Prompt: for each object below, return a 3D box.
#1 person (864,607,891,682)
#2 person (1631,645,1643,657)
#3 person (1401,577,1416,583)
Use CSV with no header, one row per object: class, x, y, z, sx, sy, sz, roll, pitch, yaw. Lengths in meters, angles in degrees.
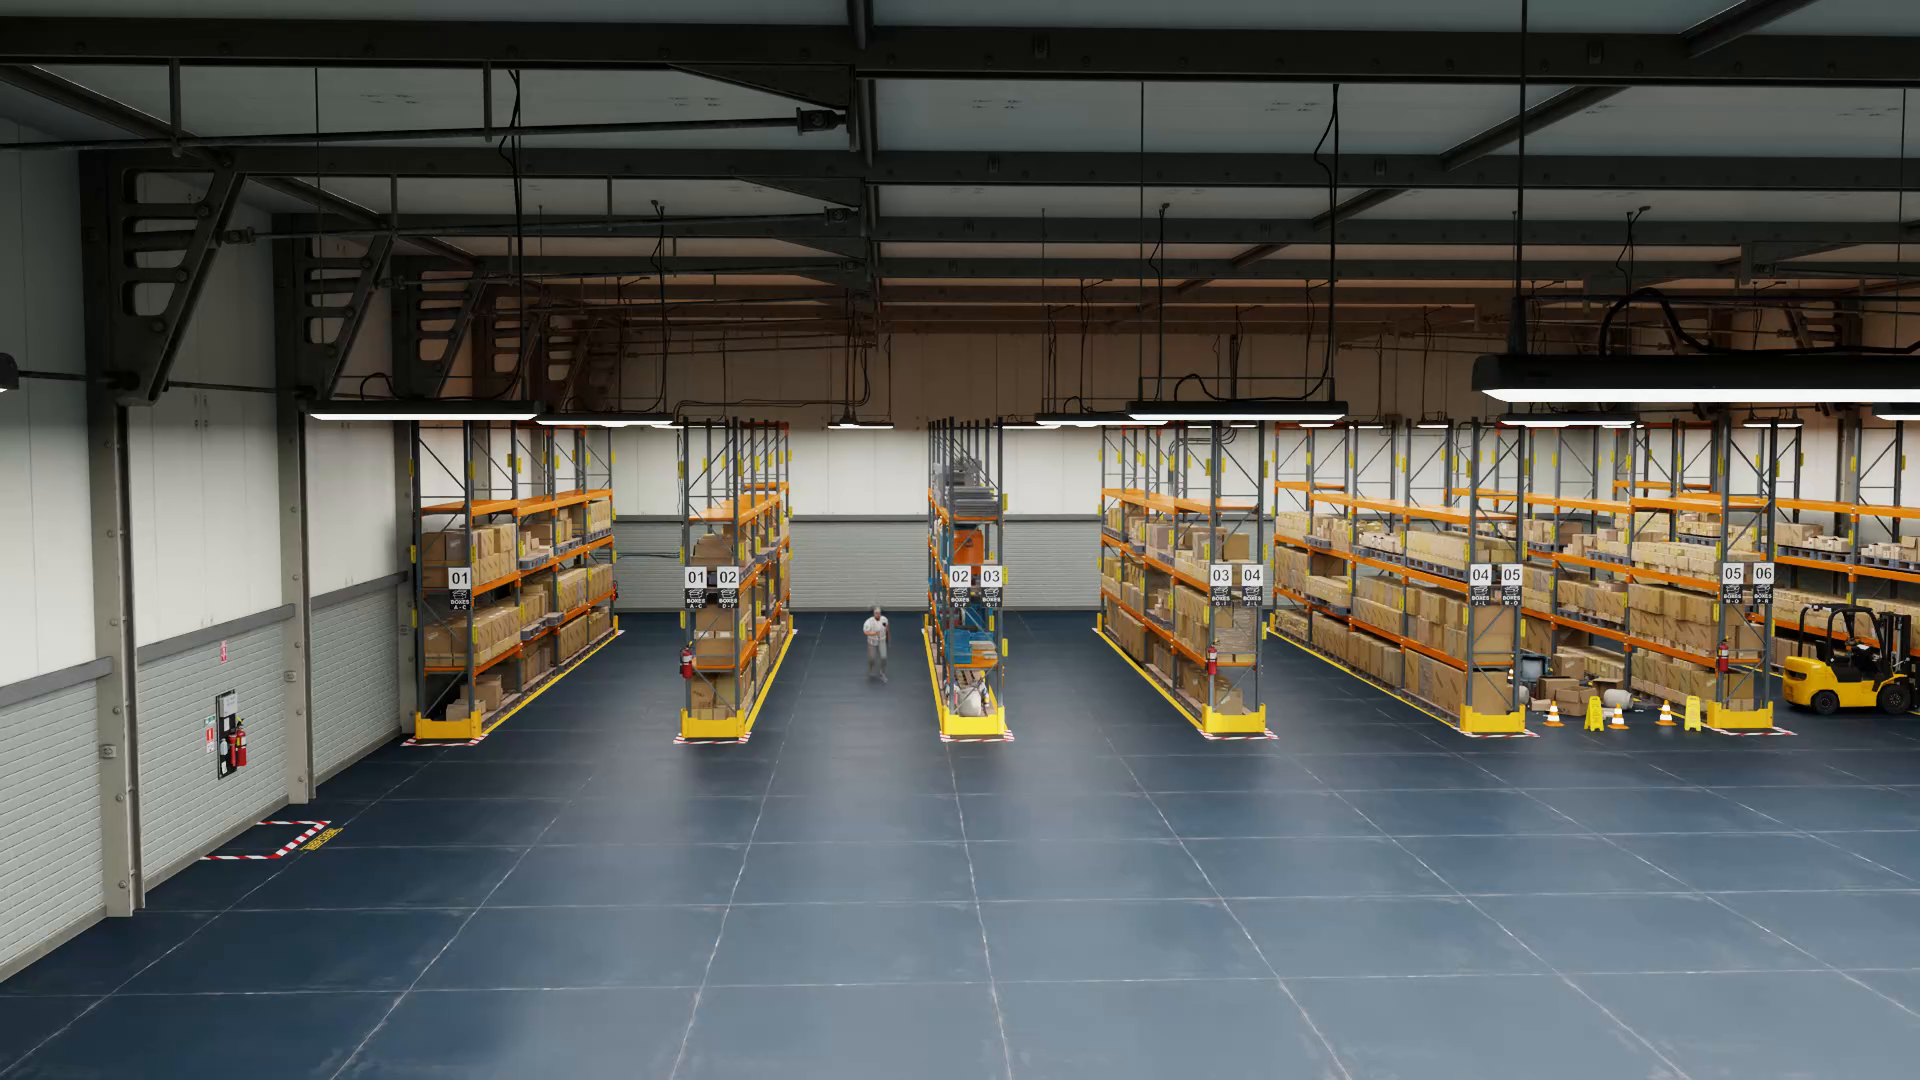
person,-1.902,2.379,38.218,0.675,1.752,0.984,-1,4,-15
person,16.816,2.153,41.227,0.698,1.748,0.931,0,4,-7
person,13.826,1.464,51.156,0.991,1.769,0.661,-2,4,-27
